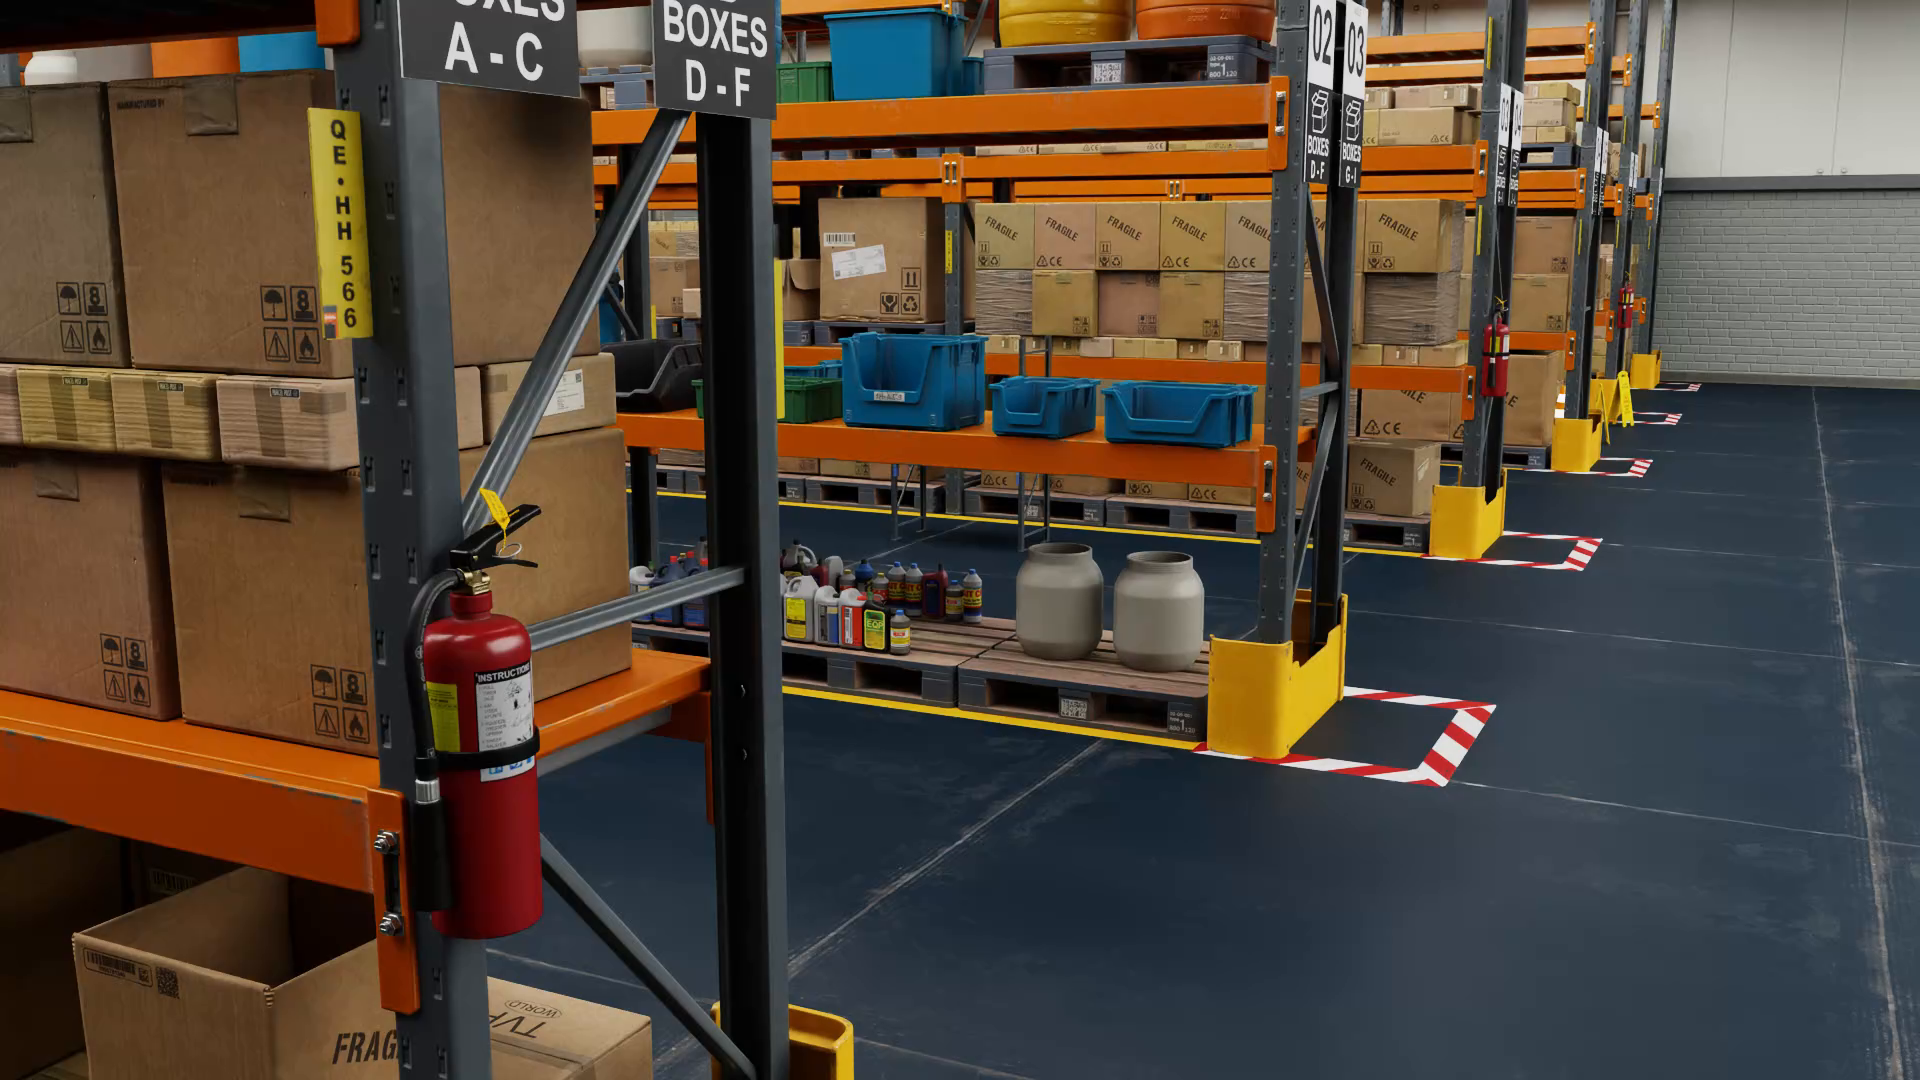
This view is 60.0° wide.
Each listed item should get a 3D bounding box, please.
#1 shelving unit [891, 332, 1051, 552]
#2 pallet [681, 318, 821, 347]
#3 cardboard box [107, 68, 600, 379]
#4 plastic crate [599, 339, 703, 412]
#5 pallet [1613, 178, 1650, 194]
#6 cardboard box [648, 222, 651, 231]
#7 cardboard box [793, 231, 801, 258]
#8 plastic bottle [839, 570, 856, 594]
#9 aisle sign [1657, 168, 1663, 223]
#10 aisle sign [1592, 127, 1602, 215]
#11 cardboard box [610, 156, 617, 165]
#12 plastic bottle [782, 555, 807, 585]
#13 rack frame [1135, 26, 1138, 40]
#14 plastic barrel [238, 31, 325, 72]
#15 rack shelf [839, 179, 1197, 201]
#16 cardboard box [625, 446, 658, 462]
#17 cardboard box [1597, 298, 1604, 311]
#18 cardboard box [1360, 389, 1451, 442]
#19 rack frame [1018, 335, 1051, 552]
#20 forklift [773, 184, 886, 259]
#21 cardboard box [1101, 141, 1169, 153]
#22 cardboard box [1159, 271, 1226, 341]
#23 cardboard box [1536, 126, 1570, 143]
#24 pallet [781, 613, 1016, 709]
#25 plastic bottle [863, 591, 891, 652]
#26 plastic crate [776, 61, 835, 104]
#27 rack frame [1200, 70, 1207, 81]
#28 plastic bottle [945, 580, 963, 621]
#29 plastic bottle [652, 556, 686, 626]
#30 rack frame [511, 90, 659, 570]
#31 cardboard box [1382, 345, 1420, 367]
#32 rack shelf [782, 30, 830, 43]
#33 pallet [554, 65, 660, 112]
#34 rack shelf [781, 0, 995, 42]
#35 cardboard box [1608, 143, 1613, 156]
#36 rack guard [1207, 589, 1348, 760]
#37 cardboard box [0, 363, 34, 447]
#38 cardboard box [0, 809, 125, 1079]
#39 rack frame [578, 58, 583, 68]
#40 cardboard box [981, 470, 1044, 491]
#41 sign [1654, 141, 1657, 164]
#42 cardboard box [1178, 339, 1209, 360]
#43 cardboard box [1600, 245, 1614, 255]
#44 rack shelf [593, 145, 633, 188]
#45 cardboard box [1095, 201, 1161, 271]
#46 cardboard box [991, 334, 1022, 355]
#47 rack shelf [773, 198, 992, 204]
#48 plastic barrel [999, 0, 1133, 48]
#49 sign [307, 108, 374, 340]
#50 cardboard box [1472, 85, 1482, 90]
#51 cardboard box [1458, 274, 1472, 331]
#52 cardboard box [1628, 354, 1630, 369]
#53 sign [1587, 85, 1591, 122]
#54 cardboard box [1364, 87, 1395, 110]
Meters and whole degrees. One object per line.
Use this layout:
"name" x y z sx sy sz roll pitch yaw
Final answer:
"shelving unit" 0.077 -0.731 12.060 1.048 1.500 0.538 5 11 26
"pallet" -1.637 -1.824 14.425 1.213 0.211 1.003 5 11 26
"cardboard box" -1.103 -0.586 3.124 0.500 0.500 0.700 5 11 26
"plastic crate" -1.622 -0.870 8.787 0.504 0.338 0.767 5 11 26
"pallet" 9.699 -5.306 24.949 1.213 0.211 1.003 5 11 26
"cardboard box" -4.867 -4.965 26.330 0.250 0.149 0.380 5 11 26
"cardboard box" -2.365 -4.427 25.178 0.500 0.500 0.500 5 11 26
"plastic bottle" -0.606 0.262 8.980 0.097 0.201 0.097 0 10 0
"aisle sign" 10.251 -5.041 24.358 0.004 0.787 0.394 5 11 26
"aisle sign" 5.960 -3.448 15.557 0.004 0.787 0.394 5 11 26
"cardboard box" -2.661 -3.352 14.327 0.500 0.250 0.500 5 12 27
"plastic bottle" -0.890 0.222 8.973 0.133 0.283 0.061 5 11 26
"rack frame" 3.147 -7.396 27.827 0.127 3.000 1.000 5 11 26
"plastic barrel" -3.760 -2.793 9.409 0.708 0.901 0.600 5 11 26
"rack shelf" 0.648 -3.817 18.493 4.000 0.370 1.077 5 11 26
"cardboard box" -2.821 -1.005 15.143 0.500 0.500 0.700 4 11 23
"cardboard box" 7.916 -2.957 20.849 0.250 0.149 0.380 5 11 26
"cardboard box" 4.602 -1.495 16.854 0.875 0.875 0.875 5 11 25
"rack frame" 0.532 -0.691 11.838 0.032 1.500 0.500 5 11 26
"forklift" -1.569 -2.177 16.030 3.031 2.935 1.130 6 12 30
"cardboard box" 1.365 -2.997 12.365 0.500 0.250 0.500 5 11 24
"cardboard box" 1.889 -1.789 12.575 0.500 0.500 0.875 5 11 26
"cardboard box" 5.581 -3.802 15.638 0.250 0.149 0.380 5 11 26
"pallet" -0.353 0.566 8.511 1.213 0.211 1.003 5 11 26
"plastic bottle" -0.401 0.393 8.030 0.133 0.283 0.061 5 12 27
"plastic crate" -0.740 -2.166 7.946 0.450 0.188 0.336 5 11 26
"rack frame" 2.442 -5.489 17.291 0.127 3.000 1.000 5 11 26
"plastic bottle" -0.029 0.313 8.700 0.097 0.201 0.097 0 10 0
"plastic bottle" -1.495 0.255 8.601 0.185 0.351 0.144 5 12 27
"rack frame" -2.035 -0.962 9.122 0.127 3.000 1.000 5 11 26
"cardboard box" 3.173 -1.323 11.825 0.250 0.149 0.380 5 11 26
"rack shelf" -2.233 -9.150 30.207 4.000 0.370 1.077 5 11 26
"pallet" -1.345 -2.304 8.644 1.003 0.211 1.213 5 11 26
"rack shelf" -1.637 -4.312 13.929 4.000 0.370 1.077 5 11 26
"cardboard box" 7.900 -4.826 20.515 0.250 0.149 0.380 5 11 25
"rack guard" 1.463 0.585 7.594 0.348 0.500 1.175 5 11 26
"cardboard box" -1.759 -0.285 3.278 0.250 0.149 0.380 5 11 27
"cardboard box" -2.159 0.850 3.545 0.500 0.500 0.500 5 11 26
"rack frame" -6.220 -7.233 26.928 0.127 3.000 1.000 5 11 26
"cardboard box" 0.498 -0.692 13.468 0.500 0.500 0.500 5 11 24
"sign" 10.069 -5.601 24.066 0.005 0.325 0.100 5 11 26
"cardboard box" 1.812 -1.436 12.446 0.250 0.149 0.380 5 11 26
"cardboard box" 9.672 -4.337 24.835 0.250 0.149 0.380 5 11 26
"rack shelf" -3.828 -2.241 9.790 4.000 0.370 1.077 5 11 26
"cardboard box" 1.345 -2.286 12.513 0.500 0.500 0.500 5 11 26
"cardboard box" 0.435 -1.542 13.035 0.250 0.149 0.380 5 11 26
"rack shelf" -0.839 -4.930 24.647 4.000 0.370 1.077 5 11 26
"plastic barrel" 0.474 -2.491 7.443 0.600 0.588 0.600 0 10 0
"sign" -0.895 -0.457 2.414 0.005 0.325 0.100 5 11 26
"cardboard box" 4.891 -4.255 15.902 0.250 0.149 0.380 5 12 27
"cardboard box" 5.173 -2.357 16.412 0.550 0.550 0.875 5 11 26
"cardboard box" 9.968 -2.737 25.472 0.500 0.250 0.500 5 11 26
"sign" 5.777 -4.009 15.272 0.005 0.325 0.100 5 11 26
"cardboard box" 2.881 -3.051 11.546 0.250 0.149 0.380 4 11 23
